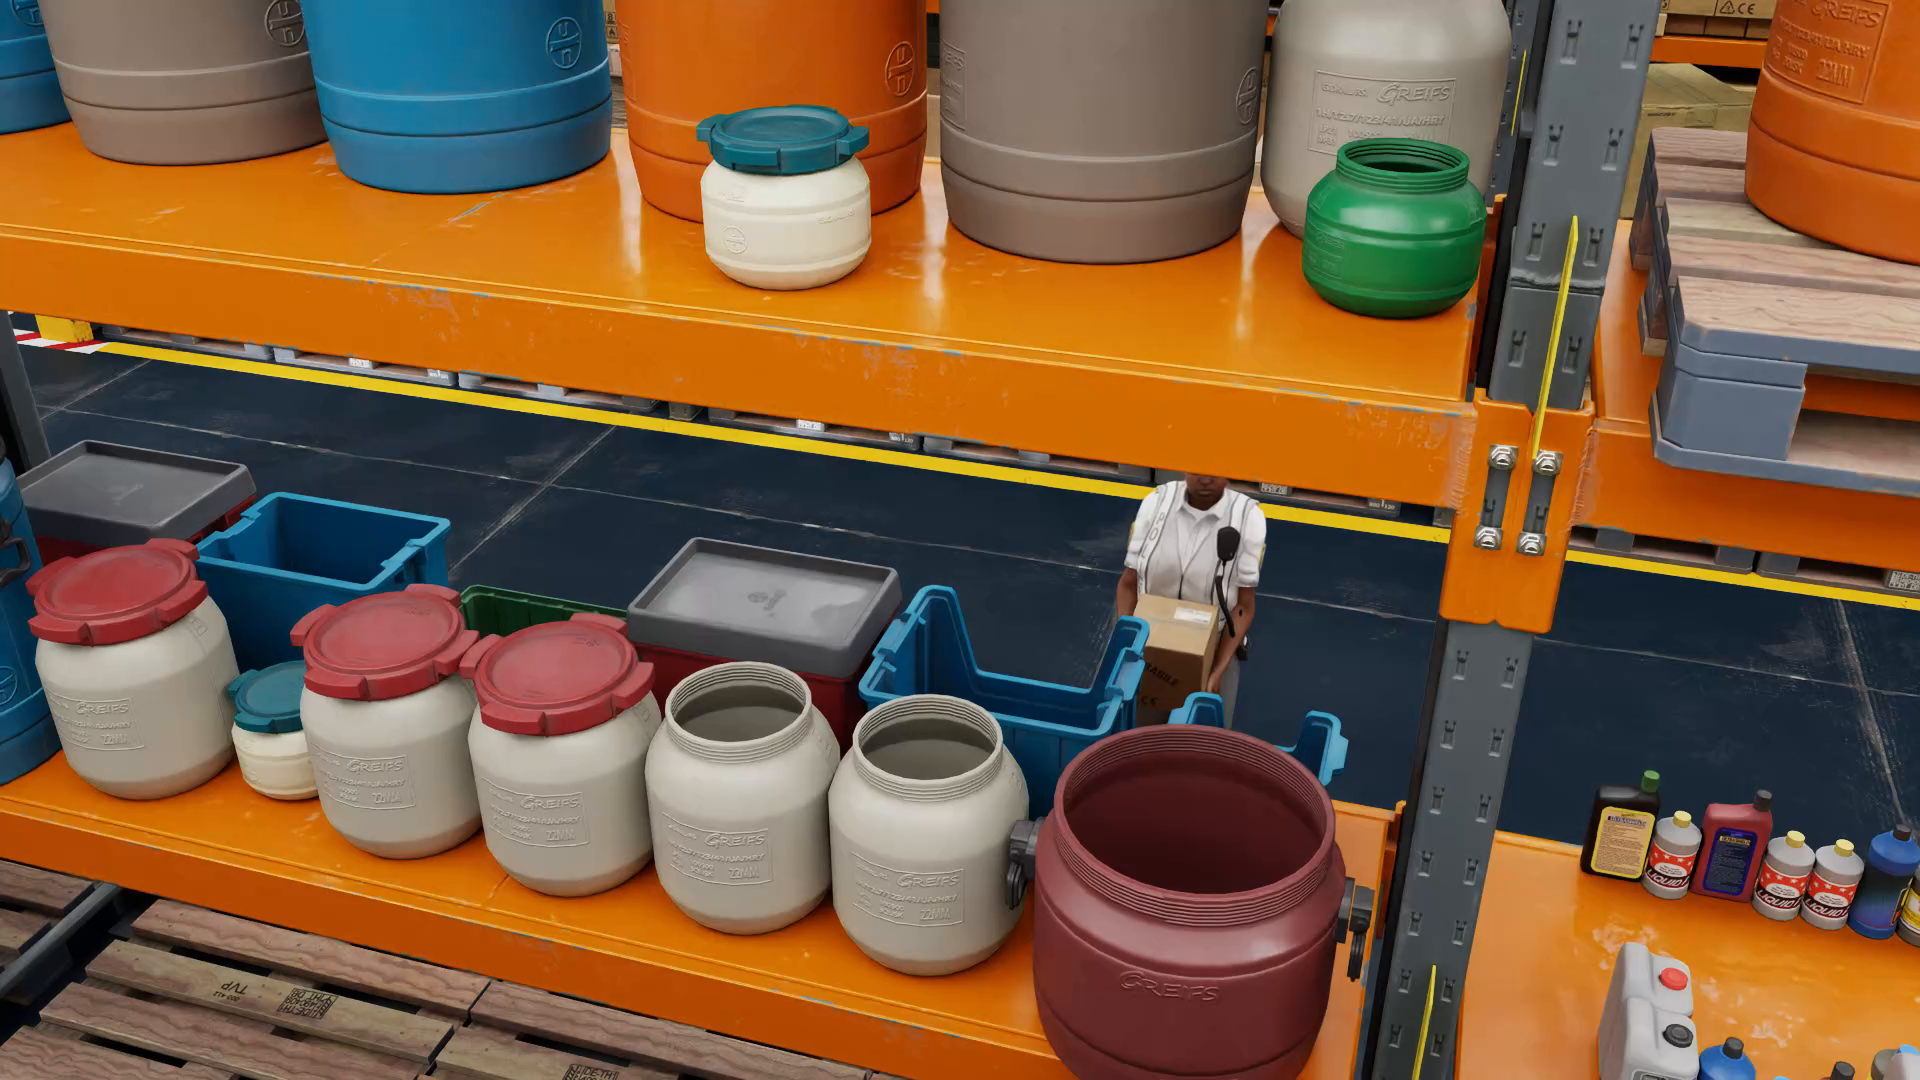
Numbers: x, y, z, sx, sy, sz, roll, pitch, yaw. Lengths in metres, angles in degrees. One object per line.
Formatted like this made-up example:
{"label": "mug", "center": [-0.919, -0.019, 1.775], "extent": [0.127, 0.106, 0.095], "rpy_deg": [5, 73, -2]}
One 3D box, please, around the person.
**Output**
{"label": "person", "center": [0.710, 0.404, 5.387], "extent": [0.451, 1.688, 0.533], "rpy_deg": [9, 31, 16]}
